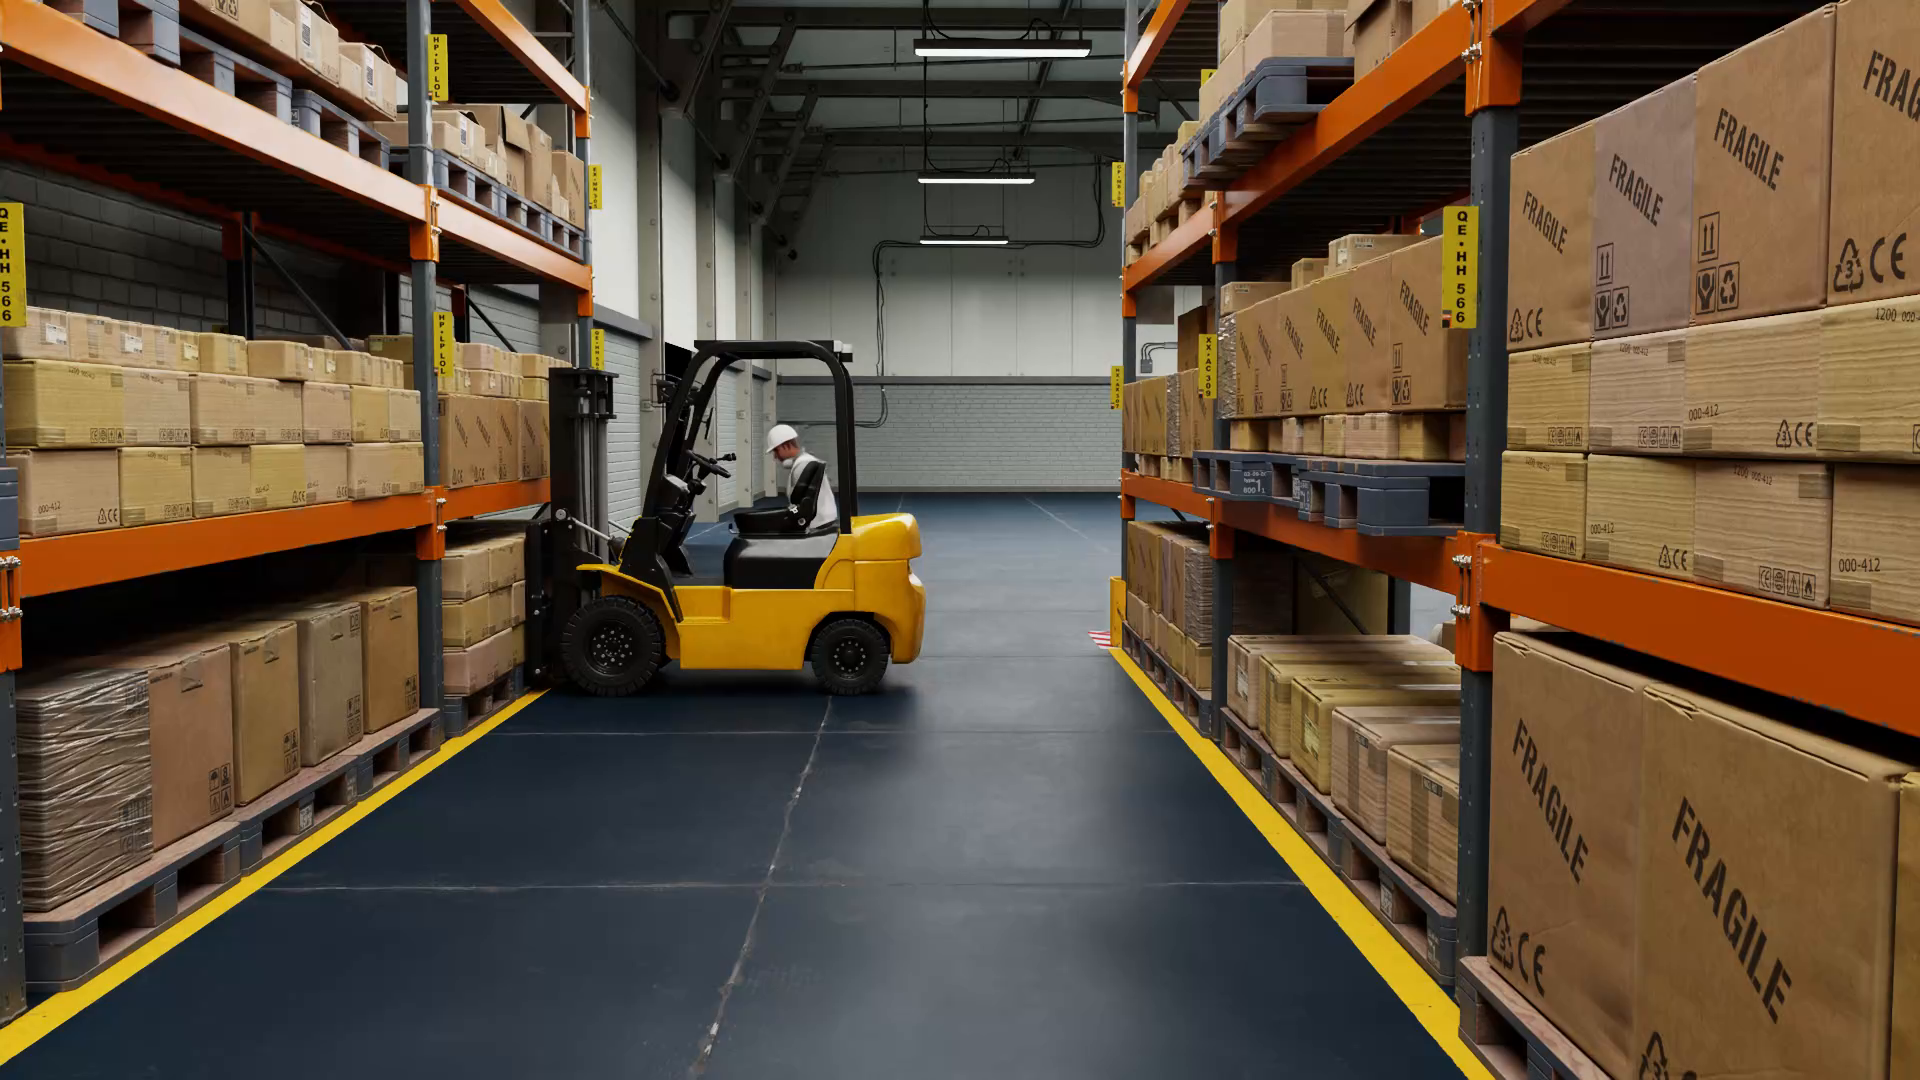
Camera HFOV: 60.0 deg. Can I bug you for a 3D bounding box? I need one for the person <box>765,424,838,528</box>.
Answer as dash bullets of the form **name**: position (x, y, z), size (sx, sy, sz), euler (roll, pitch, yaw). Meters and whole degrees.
- **person**: position (-1.212, -0.055, 12.781), size (0.559, 1.665, 0.536), euler (0, 4, 0)
